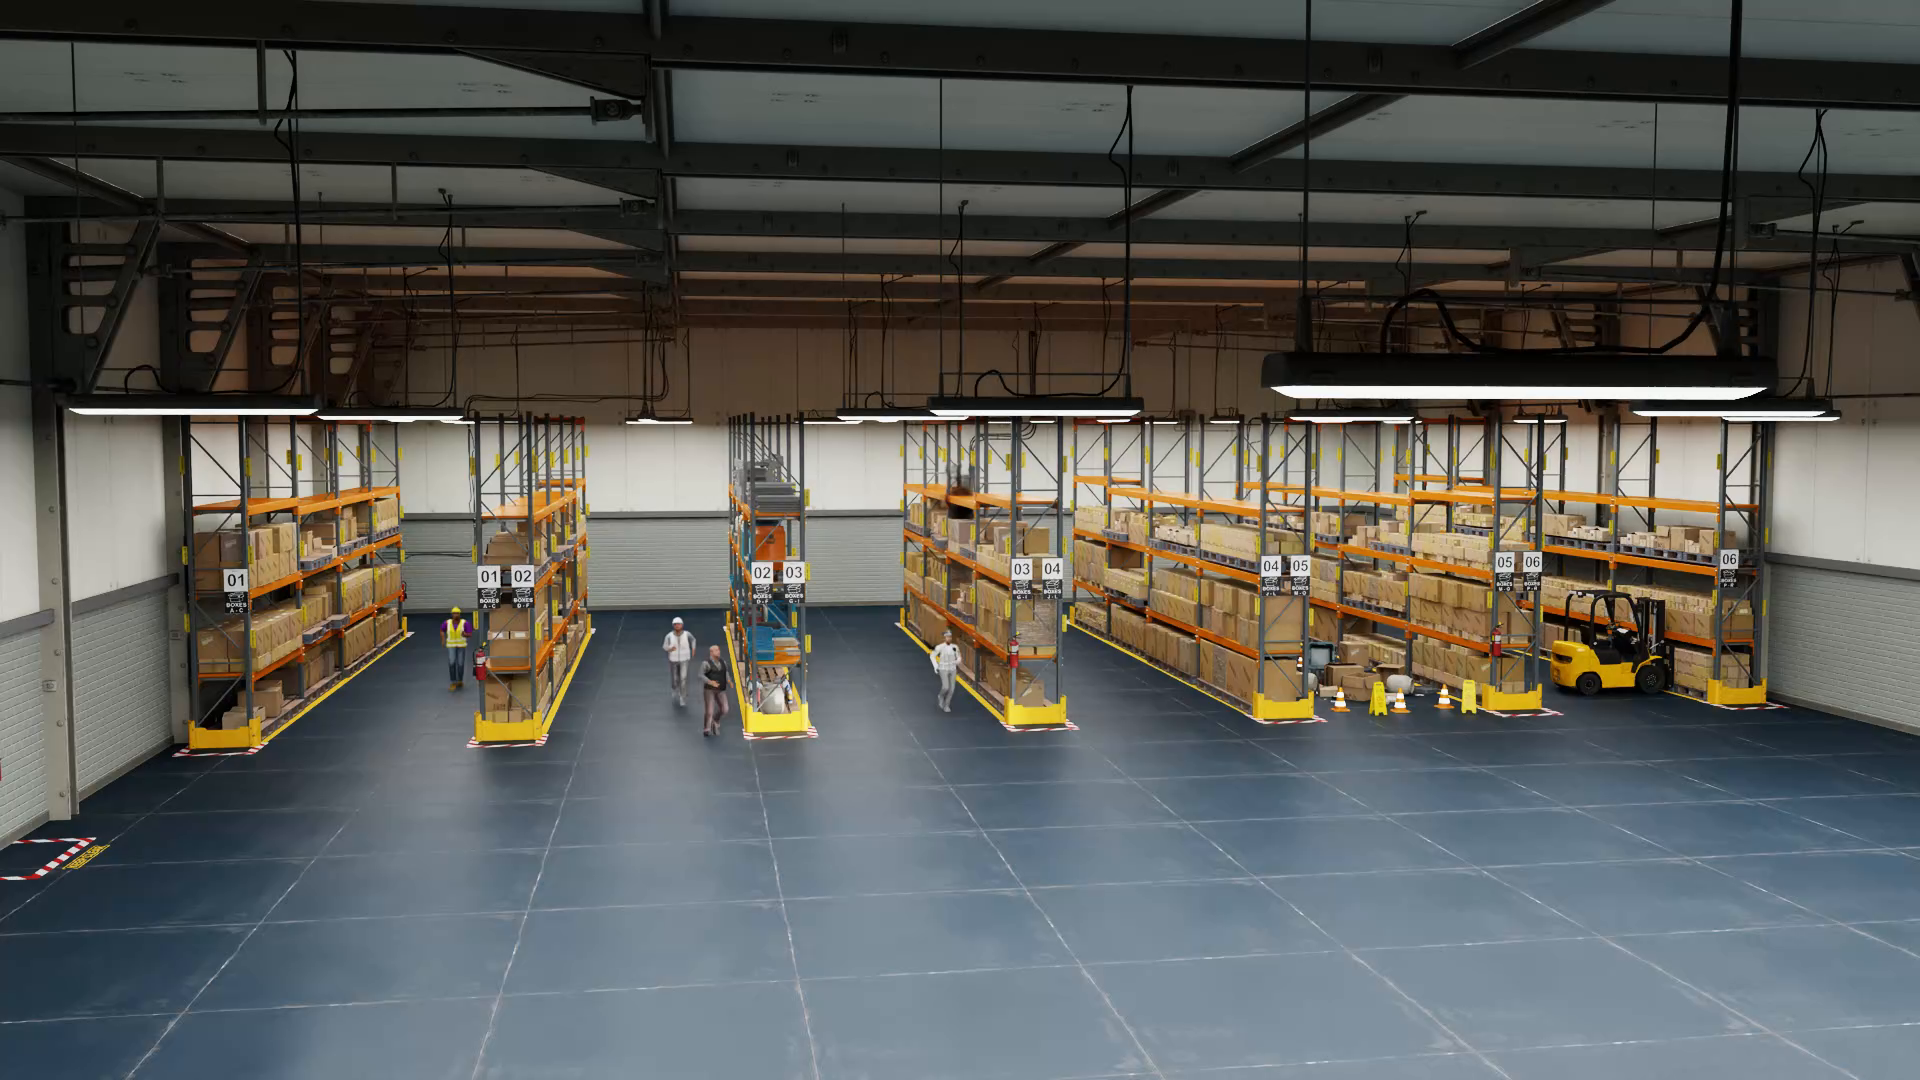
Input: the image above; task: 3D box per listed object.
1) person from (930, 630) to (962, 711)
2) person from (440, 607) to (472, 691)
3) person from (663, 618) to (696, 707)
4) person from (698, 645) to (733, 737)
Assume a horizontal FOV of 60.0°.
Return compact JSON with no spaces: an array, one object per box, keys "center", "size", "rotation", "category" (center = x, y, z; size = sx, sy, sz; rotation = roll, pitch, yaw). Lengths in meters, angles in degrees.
[{"center":[-0.238,2.624,33.295],"size":[0.599,1.657,0.560],"rotation":[-1,4,-17],"category":"person"},{"center":[-11.000,2.377,36.329],"size":[0.675,1.830,0.722],"rotation":[-1,4,-16],"category":"person"},{"center":[-5.804,2.496,34.416],"size":[0.665,1.808,0.945],"rotation":[0,4,-7],"category":"person"},{"center":[-4.483,2.787,30.672],"size":[0.700,1.680,0.560],"rotation":[-3,5,-36],"category":"person"}]
